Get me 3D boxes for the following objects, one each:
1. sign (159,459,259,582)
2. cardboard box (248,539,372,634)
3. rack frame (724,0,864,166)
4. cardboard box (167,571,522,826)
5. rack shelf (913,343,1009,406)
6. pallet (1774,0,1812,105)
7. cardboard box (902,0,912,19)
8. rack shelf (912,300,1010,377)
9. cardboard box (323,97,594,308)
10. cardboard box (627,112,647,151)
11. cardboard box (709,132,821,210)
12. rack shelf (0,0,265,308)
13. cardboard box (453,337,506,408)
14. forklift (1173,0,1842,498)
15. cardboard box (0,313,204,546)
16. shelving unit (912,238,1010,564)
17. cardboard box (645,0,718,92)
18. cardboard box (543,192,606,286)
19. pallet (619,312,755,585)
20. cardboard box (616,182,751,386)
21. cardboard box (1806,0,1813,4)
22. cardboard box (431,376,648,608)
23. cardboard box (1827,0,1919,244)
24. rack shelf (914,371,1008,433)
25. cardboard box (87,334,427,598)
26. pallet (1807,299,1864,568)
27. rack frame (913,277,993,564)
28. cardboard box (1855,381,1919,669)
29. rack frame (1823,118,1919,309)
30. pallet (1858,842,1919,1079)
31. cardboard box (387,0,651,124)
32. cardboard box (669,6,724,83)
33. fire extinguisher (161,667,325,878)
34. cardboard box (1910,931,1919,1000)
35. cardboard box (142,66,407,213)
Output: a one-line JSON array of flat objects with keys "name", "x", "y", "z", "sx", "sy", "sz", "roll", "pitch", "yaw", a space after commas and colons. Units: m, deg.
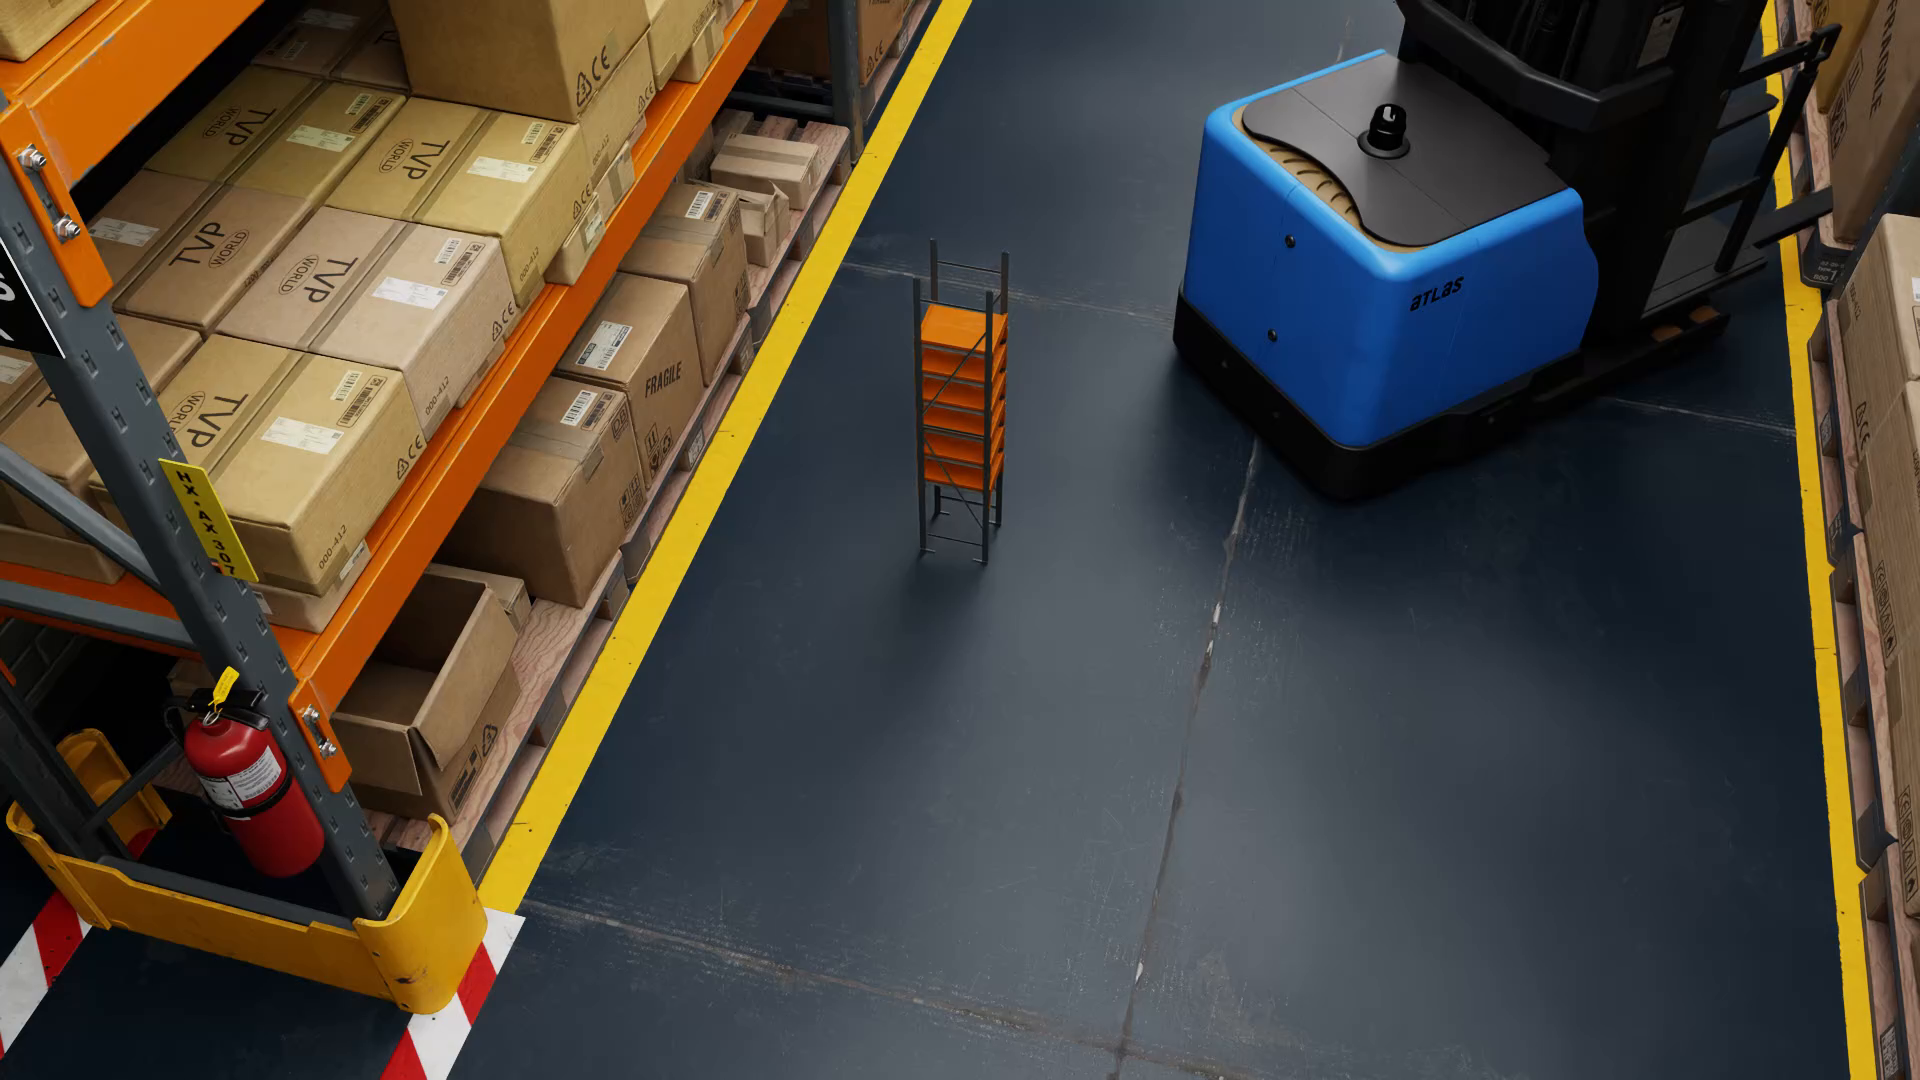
[{"name": "sign", "x": -1.446, "y": -0.034, "z": 3.202, "sx": 0.100, "sy": 0.325, "sz": 0.005, "roll": 12, "pitch": 50, "yaw": 10}, {"name": "cardboard box", "x": -1.618, "y": 0.045, "z": 3.877, "sx": 0.380, "sy": 0.149, "sz": 0.250, "roll": 11, "pitch": 50, "yaw": 10}, {"name": "rack frame", "x": -0.917, "y": -2.748, "z": 6.174, "sx": 1.000, "sy": 3.000, "sz": 0.127, "roll": 12, "pitch": 50, "yaw": 10}, {"name": "cardboard box", "x": -1.717, "y": 0.409, "z": 4.773, "sx": 0.797, "sy": 0.503, "sz": 0.637, "roll": 10, "pitch": 49, "yaw": 9}, {"name": "rack shelf", "x": 0.004, "y": -0.537, "z": 5.163, "sx": 0.258, "sy": 0.103, "sz": 0.180, "roll": 12, "pitch": 50, "yaw": 10}, {"name": "pallet", "x": 4.322, "y": -2.306, "z": 7.645, "sx": 1.003, "sy": 0.211, "sz": 1.213, "roll": 12, "pitch": 50, "yaw": 10}, {"name": "cardboard box", "x": -0.442, "y": -2.752, "z": 7.565, "sx": 0.500, "sy": 0.500, "sz": 0.500, "roll": 11, "pitch": 49, "yaw": 10}, {"name": "rack shelf", "x": 0.004, "y": -0.616, "z": 5.073, "sx": 0.258, "sy": 0.103, "sz": 0.180, "roll": 12, "pitch": 50, "yaw": 10}, {"name": "cardboard box", "x": -1.327, "y": -0.910, "z": 4.454, "sx": 0.500, "sy": 0.250, "sz": 0.500, "roll": 11, "pitch": 49, "yaw": 9}, {"name": "cardboard box", "x": -1.180, "y": -1.271, "z": 5.039, "sx": 0.380, "sy": 0.149, "sz": 0.250, "roll": 11, "pitch": 50, "yaw": 10}, {"name": "cardboard box", "x": -0.780, "y": -1.482, "z": 6.679, "sx": 0.380, "sy": 0.149, "sz": 0.250, "roll": 10, "pitch": 49, "yaw": 9}, {"name": "rack shelf", "x": -1.443, "y": -2.055, "z": 4.043, "sx": 1.077, "sy": 0.370, "sz": 4.000, "roll": 12, "pitch": 50, "yaw": 10}, {"name": "cardboard box", "x": -1.435, "y": -0.516, "z": 4.372, "sx": 0.380, "sy": 0.149, "sz": 0.250, "roll": 13, "pitch": 50, "yaw": 11}, {"name": "forklift", "x": 2.342, "y": -1.951, "z": 5.517, "sx": 3.031, "sy": 2.935, "sz": 1.130, "roll": -24, "pitch": 53, "yaw": -20}, {"name": "cardboard box", "x": -2.104, "y": -0.288, "z": 3.905, "sx": 0.500, "sy": 0.250, "sz": 0.500, "roll": 13, "pitch": 50, "yaw": 11}, {"name": "shelving unit", "x": 0.004, "y": -0.407, "z": 5.309, "sx": 0.258, "sy": 1.200, "sz": 0.189, "roll": 12, "pitch": 50, "yaw": 10}, {"name": "cardboard box", "x": -1.077, "y": -1.656, "z": 5.113, "sx": 0.500, "sy": 0.250, "sz": 0.500, "roll": 11, "pitch": 50, "yaw": 10}, {"name": "cardboard box", "x": -1.231, "y": -0.877, "z": 4.691, "sx": 0.380, "sy": 0.149, "sz": 0.250, "roll": 10, "pitch": 49, "yaw": 9}, {"name": "pallet", "x": -1.418, "y": -0.443, "z": 6.000, "sx": 1.003, "sy": 0.211, "sz": 1.213, "roll": 12, "pitch": 50, "yaw": 10}, {"name": "cardboard box", "x": -1.181, "y": -0.951, "z": 5.976, "sx": 0.700, "sy": 0.500, "sz": 0.500, "roll": 10, "pitch": 49, "yaw": 9}, {"name": "cardboard box", "x": 4.425, "y": -2.972, "z": 7.510, "sx": 0.875, "sy": 0.875, "sz": 0.875, "roll": 12, "pitch": 50, "yaw": 10}, {"name": "cardboard box", "x": -1.455, "y": -0.200, "z": 5.313, "sx": 0.700, "sy": 0.500, "sz": 0.500, "roll": 13, "pitch": 50, "yaw": 12}, {"name": "cardboard box", "x": 3.959, "y": -1.671, "z": 6.361, "sx": 0.875, "sy": 0.875, "sz": 0.875, "roll": 13, "pitch": 50, "yaw": 11}, {"name": "rack shelf", "x": 0.004, "y": -0.457, "z": 5.253, "sx": 0.258, "sy": 0.103, "sz": 0.180, "roll": 12, "pitch": 50, "yaw": 10}, {"name": "cardboard box", "x": -1.590, "y": -0.178, "z": 3.808, "sx": 0.500, "sy": 0.250, "sz": 0.500, "roll": 12, "pitch": 50, "yaw": 10}, {"name": "pallet", "x": 3.597, "y": -0.313, "z": 5.886, "sx": 1.003, "sy": 0.211, "sz": 1.213, "roll": 12, "pitch": 50, "yaw": 10}, {"name": "rack frame", "x": -0.020, "y": -0.341, "z": 5.251, "sx": 0.240, "sy": 1.200, "sz": 0.006, "roll": 12, "pitch": 50, "yaw": 10}, {"name": "cardboard box", "x": 3.369, "y": 0.019, "z": 5.162, "sx": 0.875, "sy": 0.438, "sz": 0.875, "roll": 10, "pitch": 49, "yaw": 9}, {"name": "rack frame", "x": 3.873, "y": -1.771, "z": 5.312, "sx": 1.000, "sy": 3.000, "sz": 0.127, "roll": 12, "pitch": 50, "yaw": 10}, {"name": "pallet", "x": 2.955, "y": 1.451, "z": 4.328, "sx": 1.003, "sy": 0.211, "sz": 1.213, "roll": 12, "pitch": 50, "yaw": 10}, {"name": "cardboard box", "x": -1.196, "y": -1.511, "z": 4.485, "sx": 0.500, "sy": 0.500, "sz": 0.500, "roll": 13, "pitch": 50, "yaw": 11}, {"name": "cardboard box", "x": -0.985, "y": -1.624, "z": 5.350, "sx": 0.380, "sy": 0.149, "sz": 0.250, "roll": 11, "pitch": 49, "yaw": 9}, {"name": "fire extinguisher", "x": -1.562, "y": 0.492, "z": 3.615, "sx": 0.296, "sy": 0.674, "sz": 0.183, "roll": 12, "pitch": 50, "yaw": 10}, {"name": "cardboard box", "x": 2.897, "y": 1.334, "z": 4.001, "sx": 0.875, "sy": 0.438, "sz": 0.875, "roll": 10, "pitch": 49, "yaw": 9}, {"name": "cardboard box", "x": -1.833, "y": -1.018, "z": 4.550, "sx": 0.500, "sy": 0.250, "sz": 0.500, "roll": 13, "pitch": 50, "yaw": 11}]
